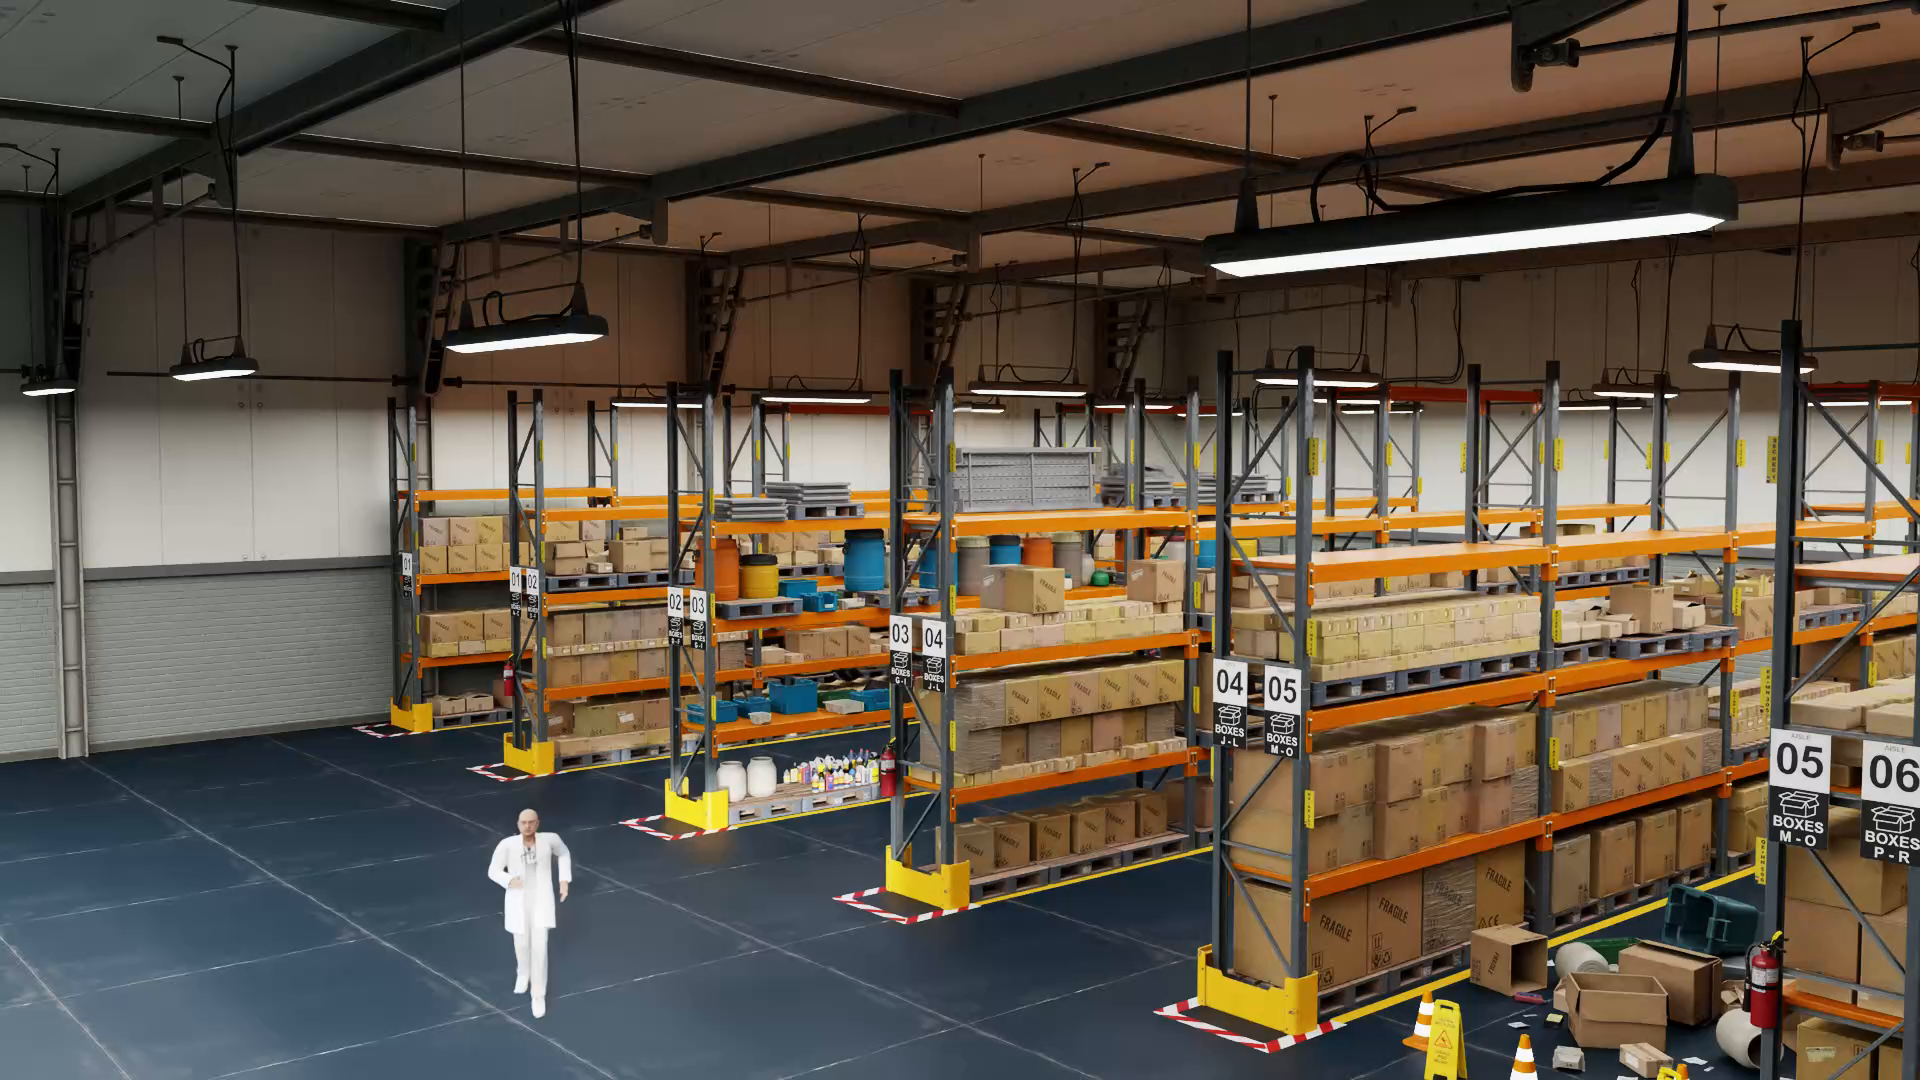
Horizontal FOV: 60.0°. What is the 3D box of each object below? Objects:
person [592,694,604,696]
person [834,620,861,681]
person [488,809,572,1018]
[{"bbox_3d":[-6.391,2.774,28.773,0.640,1.432,0.517,-2,4,-32],"label":"person"},{"bbox_3d":[-2.219,2.154,32.585,0.678,1.803,0.808,3,5,42],"label":"person"},{"bbox_3d":[-3.953,3.413,15.317,0.737,1.725,0.841,-1,3,-12],"label":"person"}]
